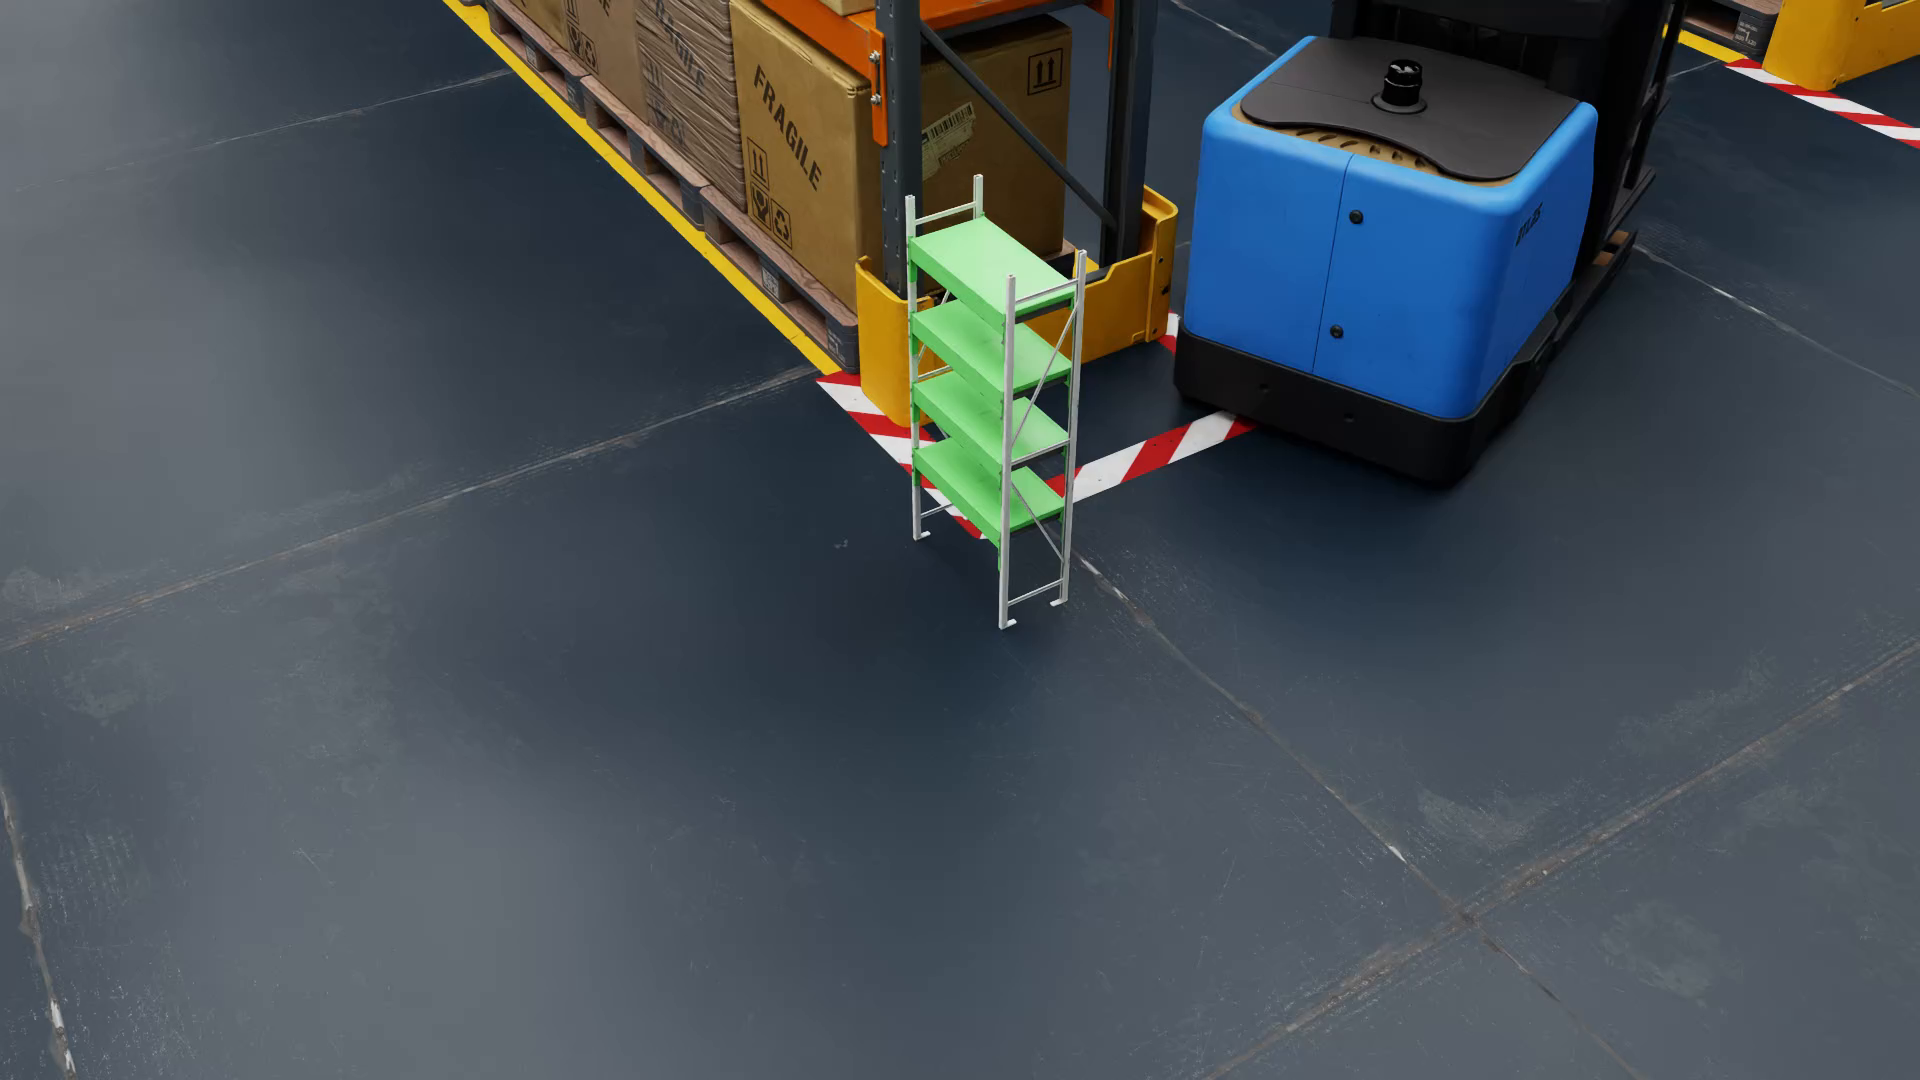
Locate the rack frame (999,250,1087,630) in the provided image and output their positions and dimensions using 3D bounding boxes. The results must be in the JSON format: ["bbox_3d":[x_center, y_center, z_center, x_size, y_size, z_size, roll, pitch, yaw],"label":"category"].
[{"bbox_3d":[0.220,-0.240,4.601,0.240,1.200,0.015,-22,45,-24],"label":"rack frame"}]

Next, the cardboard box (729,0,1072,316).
[{"bbox_3d":[-0.215,-1.490,6.027,0.875,0.875,0.875,-22,45,-24],"label":"cardboard box"}]

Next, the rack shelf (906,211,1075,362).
[{"bbox_3d":[0.089,-0.691,4.492,0.258,0.148,0.480,-22,45,-24],"label":"rack shelf"}]

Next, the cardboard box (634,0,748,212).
[{"bbox_3d":[-0.704,-1.981,6.616,0.875,0.875,0.875,-22,45,-24],"label":"cardboard box"}]

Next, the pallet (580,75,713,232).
[{"bbox_3d":[-0.951,-1.818,7.267,1.003,0.211,1.213,-22,45,-24],"label":"pallet"}]

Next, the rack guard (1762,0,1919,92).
[{"bbox_3d":[4.397,-2.563,7.935,1.175,0.500,0.348,-22,45,-24],"label":"rack guard"}]

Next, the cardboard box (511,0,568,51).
[{"bbox_3d":[-1.667,-2.947,7.775,0.875,0.875,0.875,-22,45,-24],"label":"cardboard box"}]

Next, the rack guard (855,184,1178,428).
[{"bbox_3d":[0.210,-0.854,5.884,1.175,0.500,0.348,-22,45,-24],"label":"rack guard"}]

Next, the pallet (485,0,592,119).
[{"bbox_3d":[-1.611,-2.477,8.058,1.003,0.211,1.213,-22,45,-24],"label":"pallet"}]

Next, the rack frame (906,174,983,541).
[{"bbox_3d":[-0.042,-0.503,4.917,0.240,1.200,0.015,-22,45,-24],"label":"rack frame"}]

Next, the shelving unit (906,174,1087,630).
[{"bbox_3d":[0.089,-0.372,4.759,0.258,1.200,0.503,-22,45,-24],"label":"shelving unit"}]

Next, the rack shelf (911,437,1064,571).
[{"bbox_3d":[0.089,-0.138,4.953,0.258,0.148,0.480,-22,45,-24],"label":"rack shelf"}]

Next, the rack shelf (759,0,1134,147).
[{"bbox_3d":[-0.879,-2.630,6.625,1.077,0.370,4.000,-22,45,-24],"label":"rack shelf"}]

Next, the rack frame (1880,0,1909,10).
[{"bbox_3d":[4.373,-3.532,7.145,1.000,3.000,0.127,-22,45,-24],"label":"rack frame"}]

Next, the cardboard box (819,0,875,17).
[{"bbox_3d":[-0.272,-1.809,5.274,0.380,0.149,0.250,-21,44,-24],"label":"cardboard box"}]

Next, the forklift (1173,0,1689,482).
[{"bbox_3d":[1.978,-2.224,5.629,1.130,2.935,3.031,23,45,25],"label":"forklift"}]

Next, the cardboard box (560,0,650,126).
[{"bbox_3d":[-1.183,-2.462,7.193,0.875,0.875,0.875,-22,45,-24],"label":"cardboard box"}]

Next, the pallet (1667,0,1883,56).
[{"bbox_3d":[3.962,-2.919,8.588,1.003,0.211,1.213,-22,45,-24],"label":"pallet"}]

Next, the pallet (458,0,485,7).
[{"bbox_3d":[-2.433,-3.305,9.052,1.003,0.211,1.213,-22,45,-24],"label":"pallet"}]

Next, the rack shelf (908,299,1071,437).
[{"bbox_3d":[0.089,-0.507,4.646,0.258,0.148,0.480,-22,45,-24],"label":"rack shelf"}]

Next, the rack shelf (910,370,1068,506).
[{"bbox_3d":[0.089,-0.322,4.799,0.258,0.148,0.480,-22,45,-24],"label":"rack shelf"}]

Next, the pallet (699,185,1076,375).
[{"bbox_3d":[-0.299,-1.160,6.478,1.003,0.211,1.213,-22,45,-24],"label":"pallet"}]

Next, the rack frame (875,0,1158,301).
[{"bbox_3d":[0.197,-1.827,5.099,1.000,3.000,0.127,-22,45,-24],"label":"rack frame"}]
